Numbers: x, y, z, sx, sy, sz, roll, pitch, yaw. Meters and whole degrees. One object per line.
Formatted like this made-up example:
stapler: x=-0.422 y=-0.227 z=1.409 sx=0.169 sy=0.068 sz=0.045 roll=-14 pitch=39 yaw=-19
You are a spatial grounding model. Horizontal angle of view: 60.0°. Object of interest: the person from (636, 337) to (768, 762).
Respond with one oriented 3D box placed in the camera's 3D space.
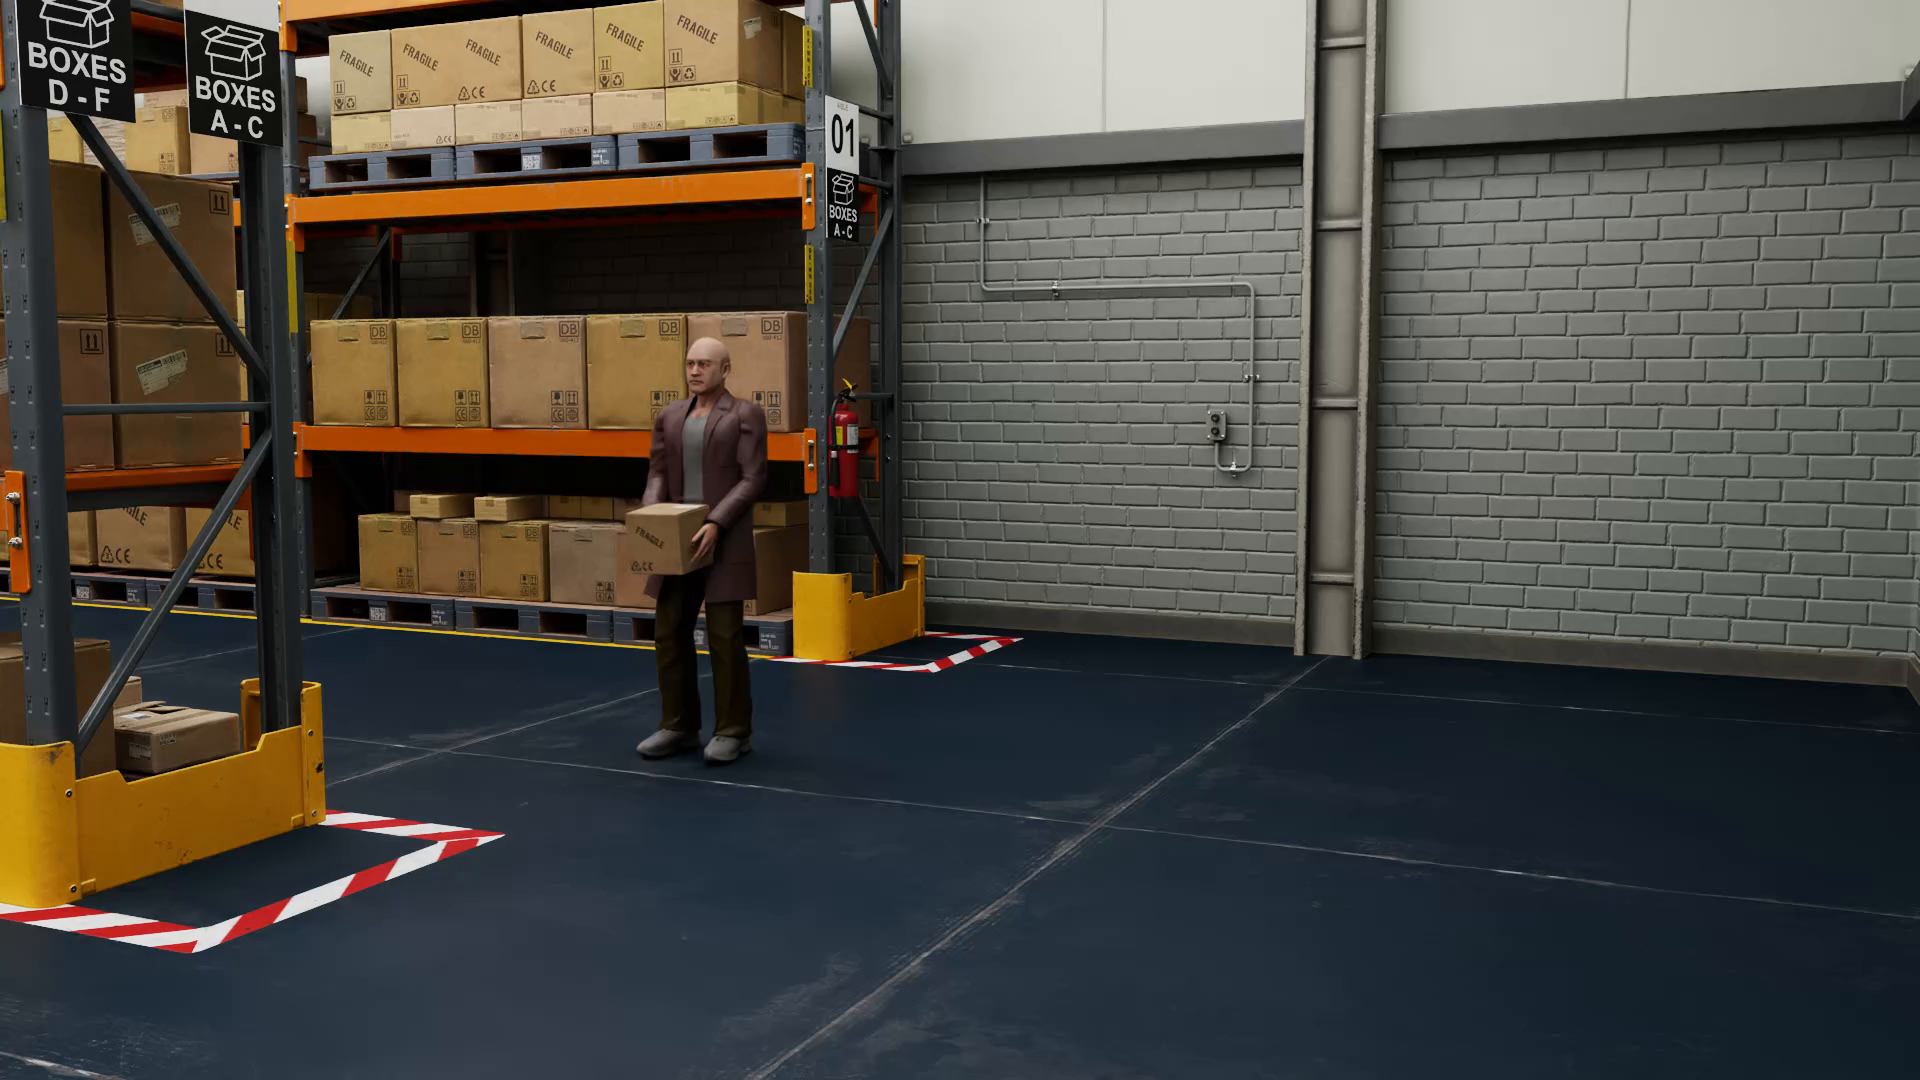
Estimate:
person: x=-1.114 y=0.039 z=7.018 sx=0.566 sy=1.782 sz=0.499 roll=2 pitch=6 yaw=23
